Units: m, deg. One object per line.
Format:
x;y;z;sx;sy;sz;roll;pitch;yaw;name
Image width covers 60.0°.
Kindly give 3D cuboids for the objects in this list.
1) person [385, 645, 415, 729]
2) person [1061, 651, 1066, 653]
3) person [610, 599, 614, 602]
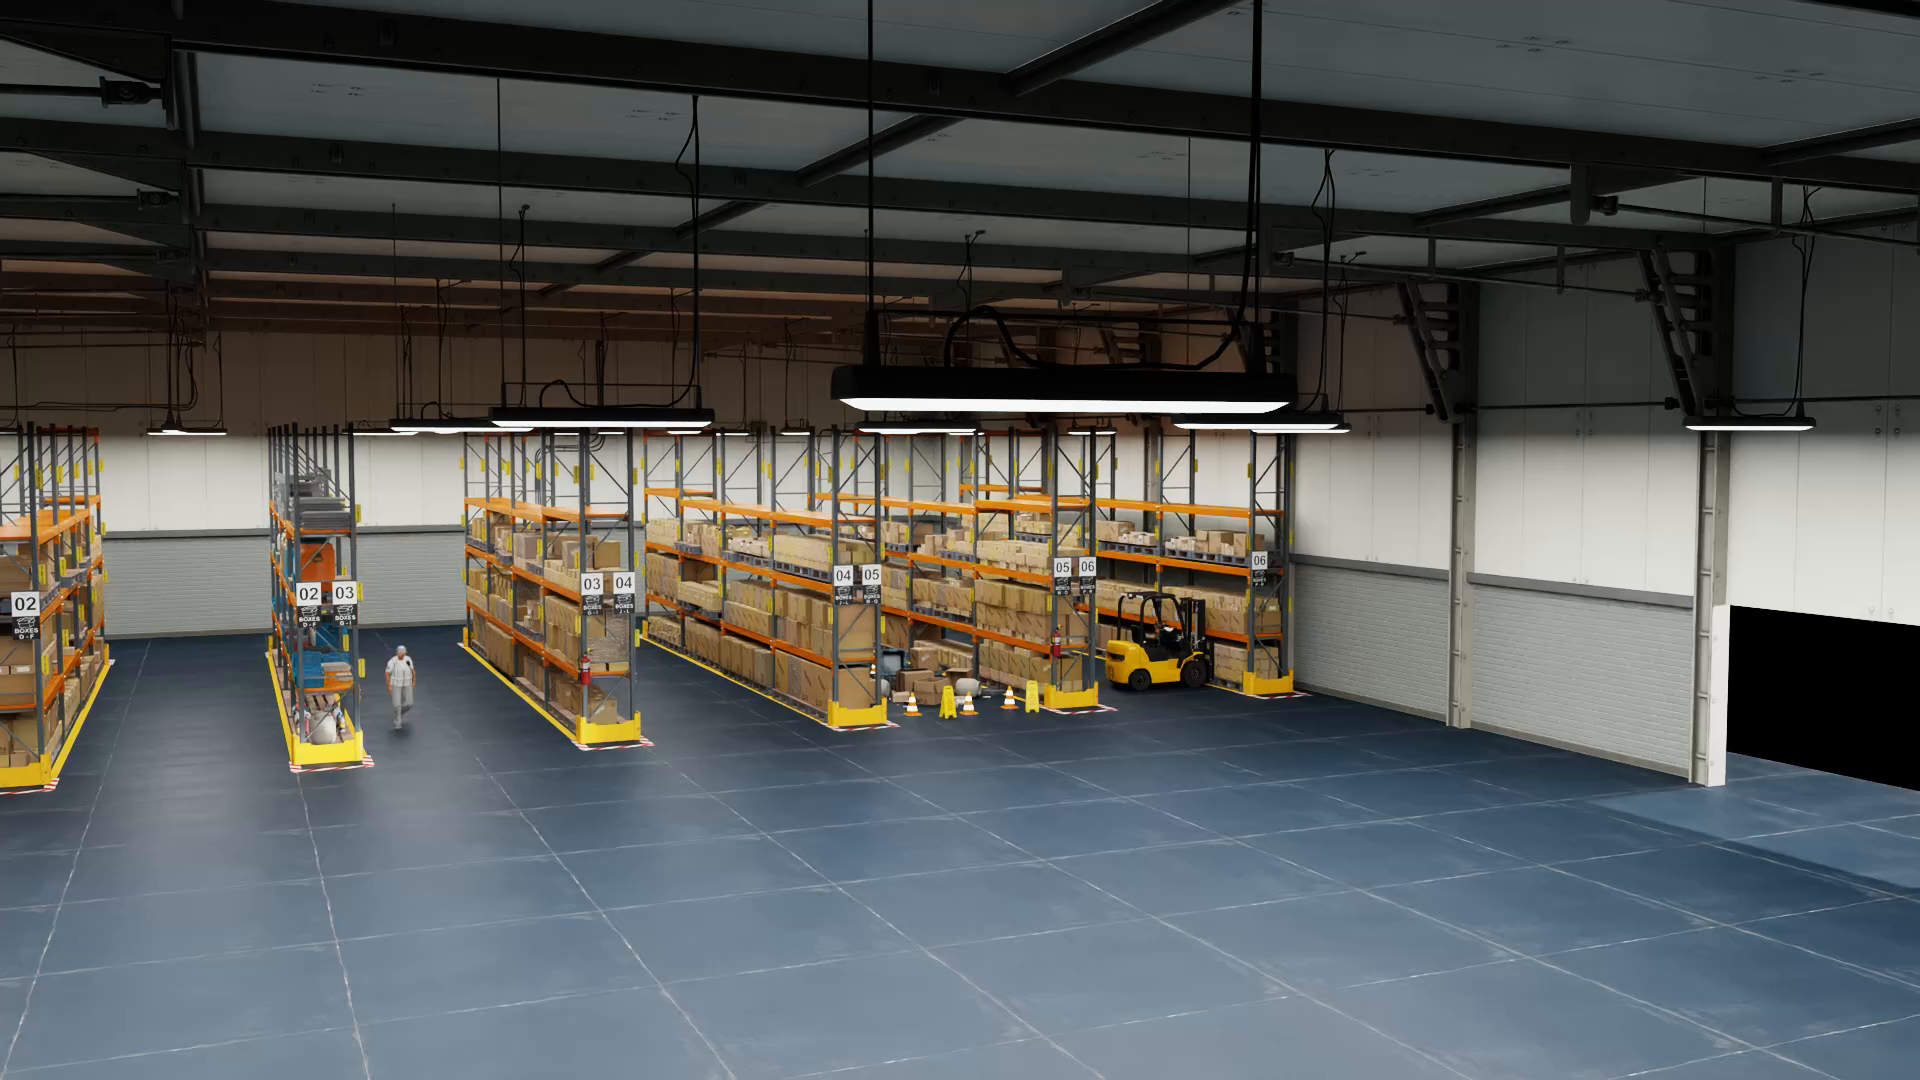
-11.119;2.896;33.030;0.571;1.647;0.563;-2;4;-35;person
2.355;2.432;39.689;0.569;1.830;0.563;-2;4;-28;person
-10.070;1.842;49.247;0.525;1.726;1.065;0;3;5;person
